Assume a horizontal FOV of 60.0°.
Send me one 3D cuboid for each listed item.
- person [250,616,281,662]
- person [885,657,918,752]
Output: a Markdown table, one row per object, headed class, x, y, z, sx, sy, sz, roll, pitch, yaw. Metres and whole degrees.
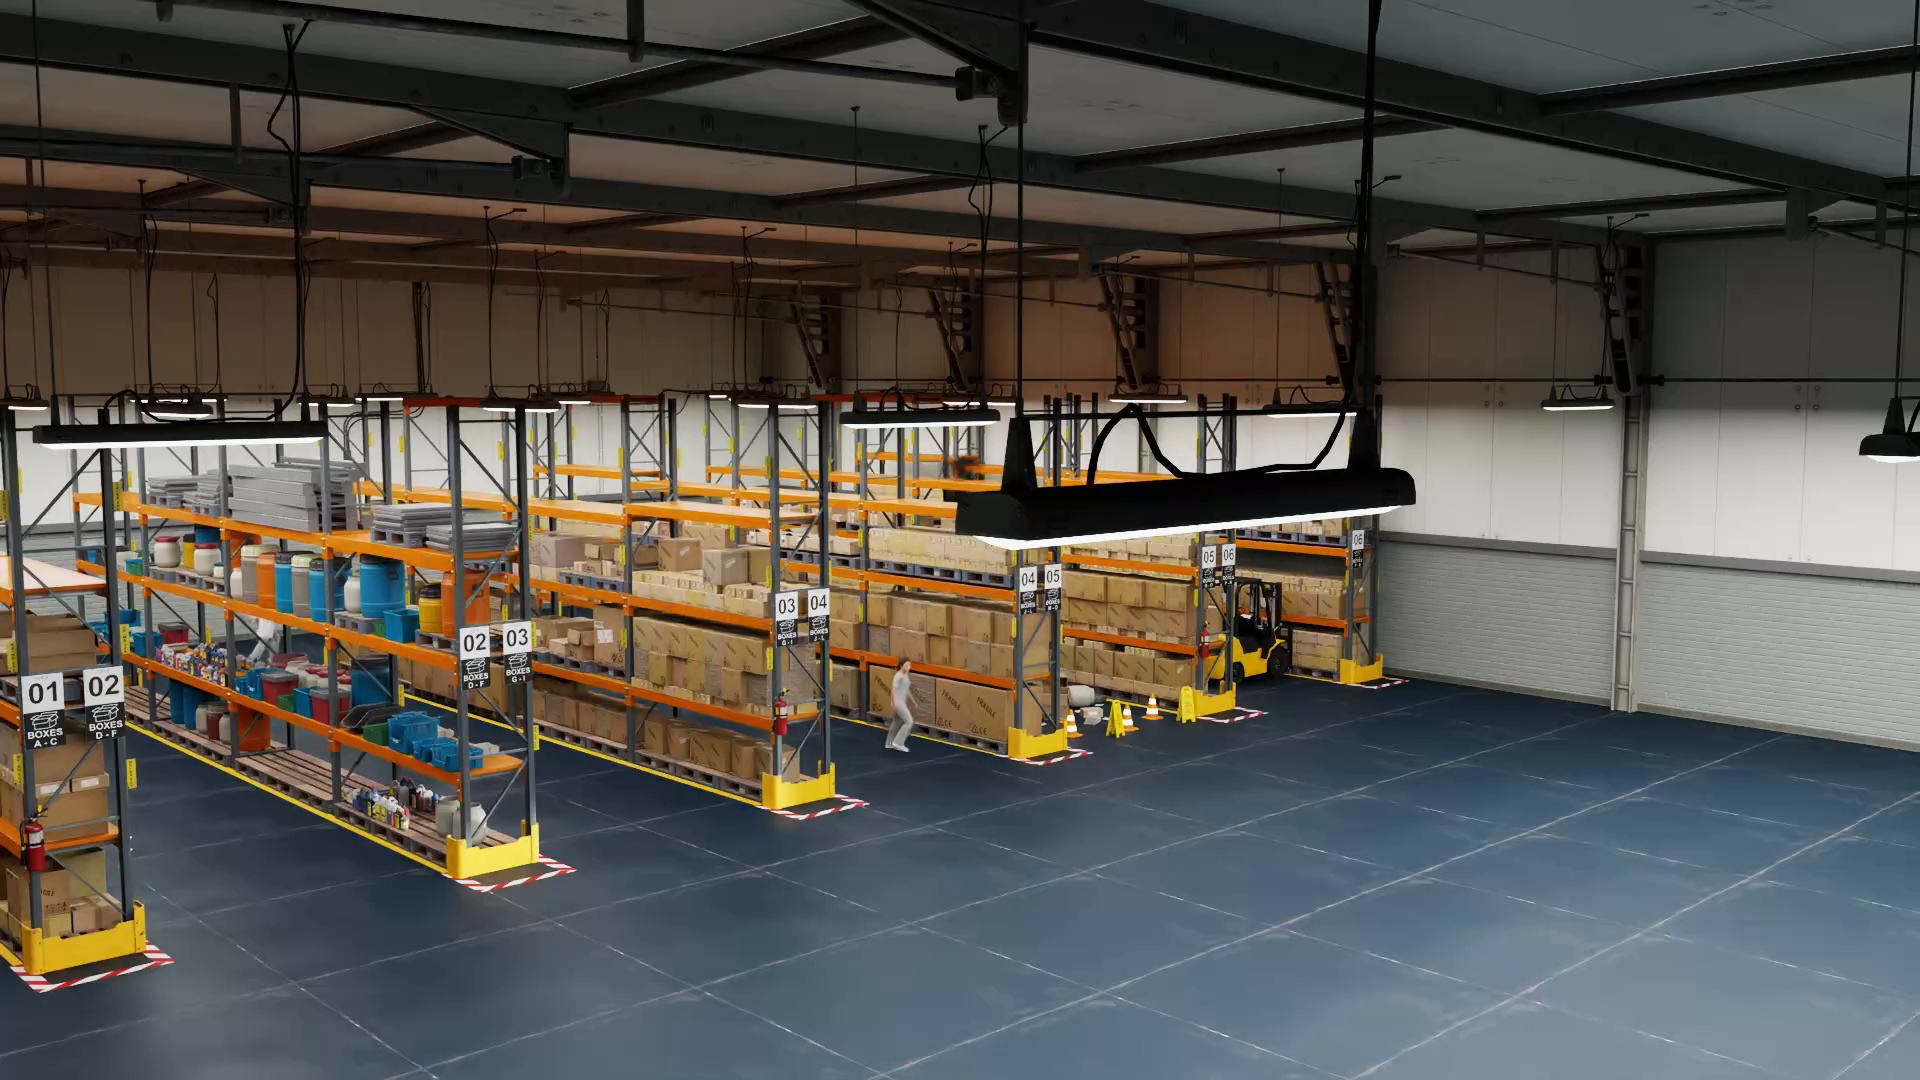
| class | x | y | z | sx | sy | sz | roll | pitch | yaw |
| --- | --- | --- | --- | --- | --- | --- | --- | --- | --- |
| person | -15.184 | 1.930 | 36.413 | 0.931 | 1.847 | 0.681 | -5 | 7 | -40 |
| person | -1.023 | 2.786 | 28.268 | 0.564 | 1.644 | 0.520 | 1 | 6 | 7 |
